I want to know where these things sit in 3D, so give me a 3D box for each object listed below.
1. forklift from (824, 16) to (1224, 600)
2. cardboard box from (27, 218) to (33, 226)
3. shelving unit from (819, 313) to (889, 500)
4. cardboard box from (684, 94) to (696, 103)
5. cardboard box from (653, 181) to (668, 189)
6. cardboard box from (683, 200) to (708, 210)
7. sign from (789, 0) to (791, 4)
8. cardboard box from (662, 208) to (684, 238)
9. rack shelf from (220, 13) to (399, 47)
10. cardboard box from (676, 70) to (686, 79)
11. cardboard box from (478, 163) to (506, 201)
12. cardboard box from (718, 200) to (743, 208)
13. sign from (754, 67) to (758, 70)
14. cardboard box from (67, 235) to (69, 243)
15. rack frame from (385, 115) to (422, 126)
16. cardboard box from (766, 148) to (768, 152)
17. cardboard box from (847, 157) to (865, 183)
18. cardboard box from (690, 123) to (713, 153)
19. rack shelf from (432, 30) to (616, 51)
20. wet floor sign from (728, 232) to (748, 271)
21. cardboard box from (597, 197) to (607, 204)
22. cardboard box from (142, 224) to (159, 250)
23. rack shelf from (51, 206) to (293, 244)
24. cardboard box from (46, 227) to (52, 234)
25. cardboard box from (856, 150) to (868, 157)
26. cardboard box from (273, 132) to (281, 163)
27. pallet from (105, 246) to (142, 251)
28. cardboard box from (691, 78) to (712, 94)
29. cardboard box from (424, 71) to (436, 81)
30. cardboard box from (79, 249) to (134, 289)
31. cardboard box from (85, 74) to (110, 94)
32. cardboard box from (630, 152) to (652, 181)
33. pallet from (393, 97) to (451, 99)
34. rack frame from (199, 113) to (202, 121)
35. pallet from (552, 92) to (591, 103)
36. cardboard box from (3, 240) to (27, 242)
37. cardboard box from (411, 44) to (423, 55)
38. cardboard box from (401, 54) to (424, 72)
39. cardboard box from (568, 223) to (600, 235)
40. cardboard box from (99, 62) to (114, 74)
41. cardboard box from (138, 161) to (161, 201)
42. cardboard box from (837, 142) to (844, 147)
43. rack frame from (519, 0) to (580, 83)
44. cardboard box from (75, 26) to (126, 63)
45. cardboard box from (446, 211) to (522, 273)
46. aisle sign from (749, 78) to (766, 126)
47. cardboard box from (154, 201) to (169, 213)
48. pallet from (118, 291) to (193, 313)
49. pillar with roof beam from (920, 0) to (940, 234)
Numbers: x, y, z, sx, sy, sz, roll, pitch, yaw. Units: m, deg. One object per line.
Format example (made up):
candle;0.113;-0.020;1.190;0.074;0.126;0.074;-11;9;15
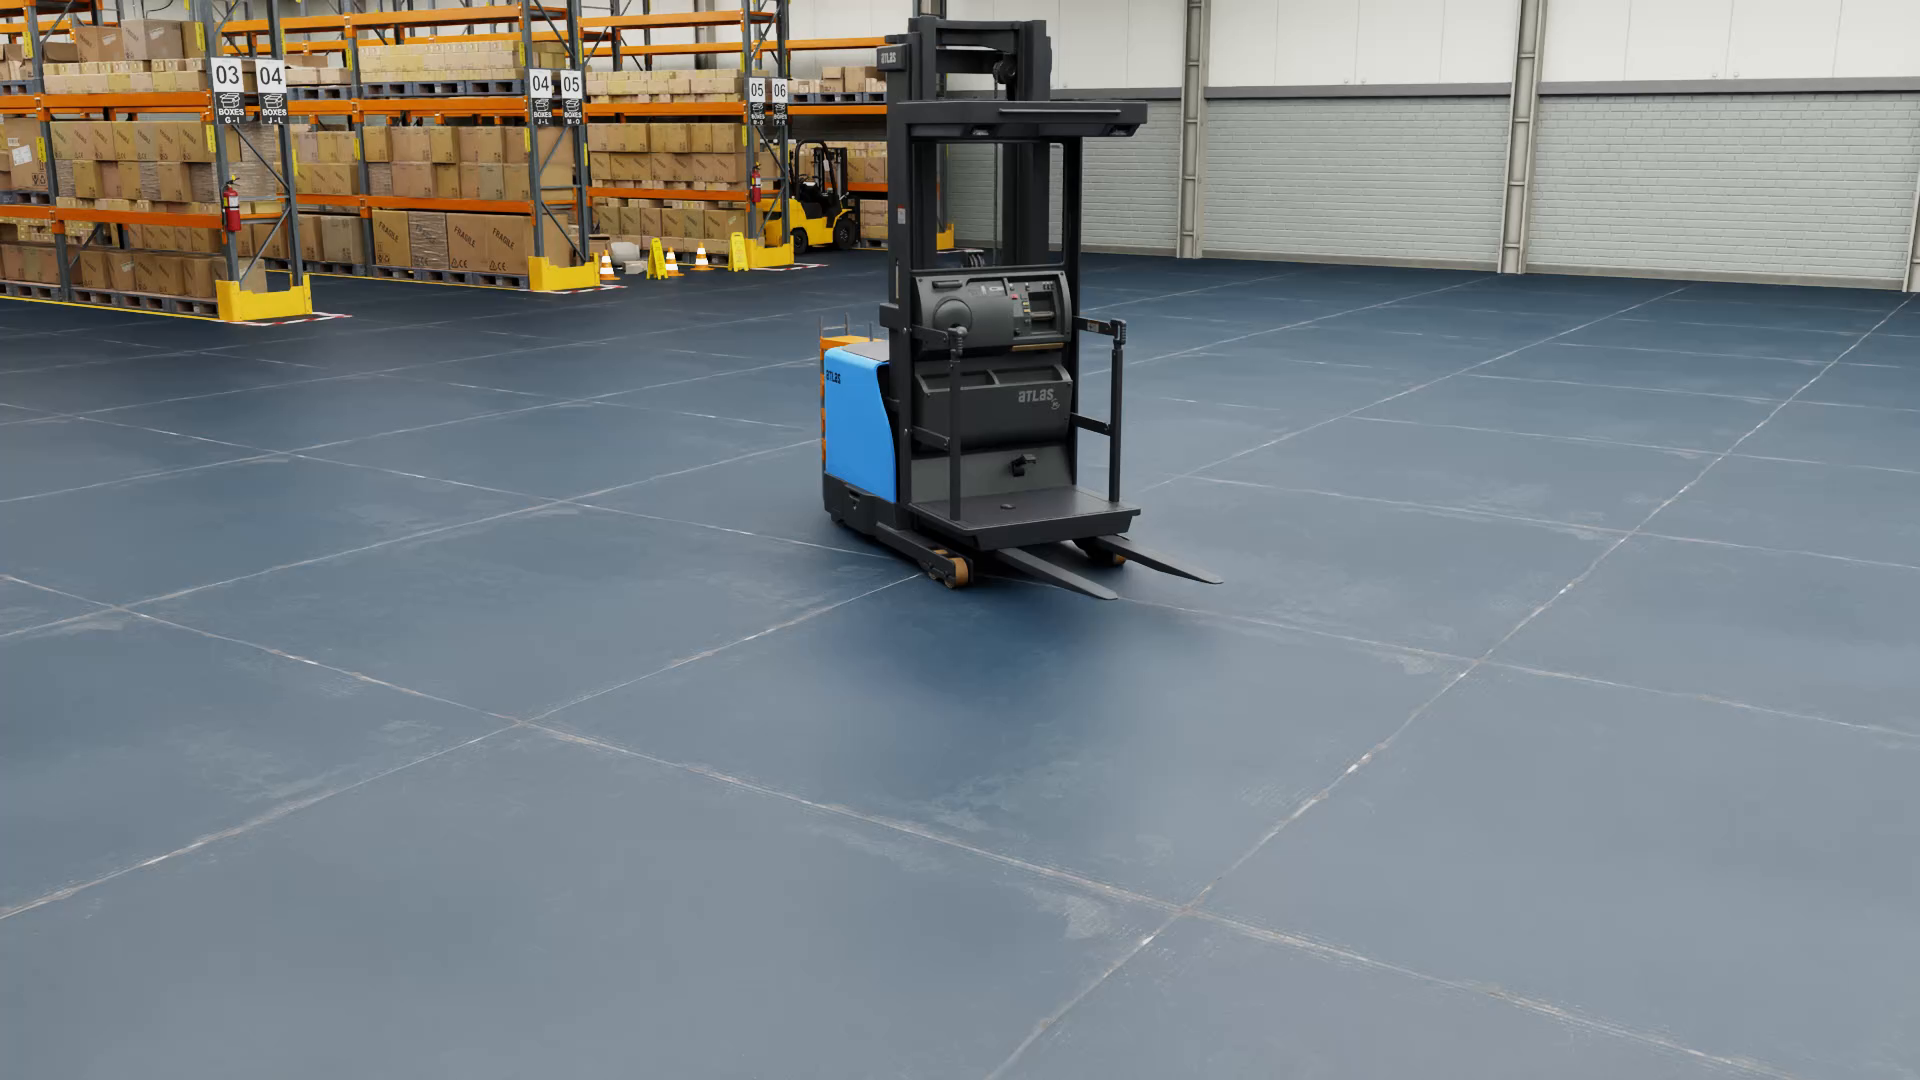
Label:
forklift;0.290;-1.289;8.930;1.130;2.935;3.031;-7;16;-27
cardboard box;-18.157;-6.294;32.826;0.250;0.149;0.380;10;17;35
shelving unit;-0.639;-0.823;10.651;0.258;1.200;0.503;-13;19;-43
cardboard box;-4.642;-7.773;29.260;0.250;0.149;0.380;9;17;32
cardboard box;-5.313;-6.413;30.008;0.250;0.149;0.380;9;17;33
cardboard box;-4.716;-5.980;29.674;0.250;0.149;0.380;10;17;34
sign;-3.579;-11.382;34.803;0.005;0.325;0.100;9;17;33
cardboard box;-5.017;-5.733;30.028;0.500;0.500;0.500;9;16;32
rack shelf;-11.014;-8.479;27.677;4.000;0.370;1.077;9;17;33
cardboard box;-4.800;-8.205;29.348;0.250;0.149;0.380;9;16;31
cardboard box;-6.837;-5.488;25.440;0.550;0.550;0.875;9;17;33
cardboard box;-4.988;-7.057;36.157;0.625;0.625;0.875;9;17;32
sign;-4.204;-9.583;34.319;0.005;0.325;0.100;9;17;33
cardboard box;-17.083;-5.853;32.284;0.250;0.149;0.380;9;16;31
rack frame;-13.866;-9.442;41.723;0.127;3.000;1.000;9;17;33
cardboard box;-4.081;-8.286;35.495;0.250;0.149;0.380;9;16;32
cardboard box;-1.995;-7.498;33.664;0.500;0.500;0.500;9;16;32
cardboard box;-4.318;-7.079;29.268;0.500;0.500;0.700;9;17;33
rack shelf;-8.335;-9.479;31.719;4.000;0.370;1.077;9;17;33
wet floor sign;-3.796;-4.924;28.373;0.267;0.644;0.232;-10;17;-35
cardboard box;-8.023;-7.721;37.747;0.250;0.149;0.380;8;16;30
cardboard box;-14.646;-5.615;30.592;0.500;0.500;0.500;10;17;34
rack shelf;-10.547;-4.249;22.243;4.000;0.370;1.077;9;17;33
cardboard box;-17.680;-6.092;32.630;0.250;0.149;0.380;10;17;35
cardboard box;-1.891;-7.787;33.481;0.250;0.149;0.380;9;16;31
cardboard box;-11.460;-6.714;28.414;0.500;0.500;0.700;9;16;32
pallet;-15.346;-5.457;31.428;1.213;0.211;1.003;9;17;33
cardboard box;-4.341;-7.919;29.021;0.500;0.250;0.500;9;16;32
cardboard box;-7.980;-7.108;25.492;0.250;0.149;0.380;9;17;34
cardboard box;-11.897;-3.795;23.241;0.500;0.500;0.500;9;16;31
cardboard box;-11.128;-6.000;21.887;0.500;0.250;0.500;8;16;31
cardboard box;-5.628;-6.788;30.175;0.500;0.500;0.500;9;17;32
pallet;-10.559;-8.819;33.357;1.003;0.211;1.213;10;17;35
rack frame;-16.633;-8.452;37.723;0.127;3.000;1.000;9;17;33
pallet;-7.129;-8.311;31.304;1.003;0.211;1.213;9;17;33
cardboard box;-14.491;-4.245;25.017;0.500;0.500;0.700;8;16;28
cardboard box;-8.186;-7.528;25.532;0.250;0.149;0.380;9;17;33
cardboard box;-8.267;-7.366;25.704;0.500;0.250;0.500;9;16;32
cardboard box;-7.113;-5.841;31.769;0.625;0.372;0.950;9;17;34
cardboard box;-11.006;-6.171;21.749;0.250;0.149;0.380;9;16;32
cardboard box;-10.201;-4.721;21.825;0.500;0.500;0.875;9;17;33
cardboard box;-2.281;-8.015;33.780;0.250;0.149;0.380;9;17;34
rack frame;-6.036;-8.218;24.292;0.127;3.000;1.000;9;17;33
cardboard box;-11.691;-6.749;22.733;0.500;0.500;0.500;9;16;31
cardboard box;-7.366;-4.673;26.007;0.875;0.875;0.875;9;16;32
aisle sign;-3.467;-7.502;28.475;0.004;0.787;0.394;9;17;33
cardboard box;-10.286;-4.370;21.755;0.250;0.149;0.380;9;17;33
pallet;-10.613;-3.266;22.579;1.213;0.211;1.003;9;17;33
pillar with roof beam;-3.067;-9.623;29.970;0.400;9.000;9.100;9;17;33
